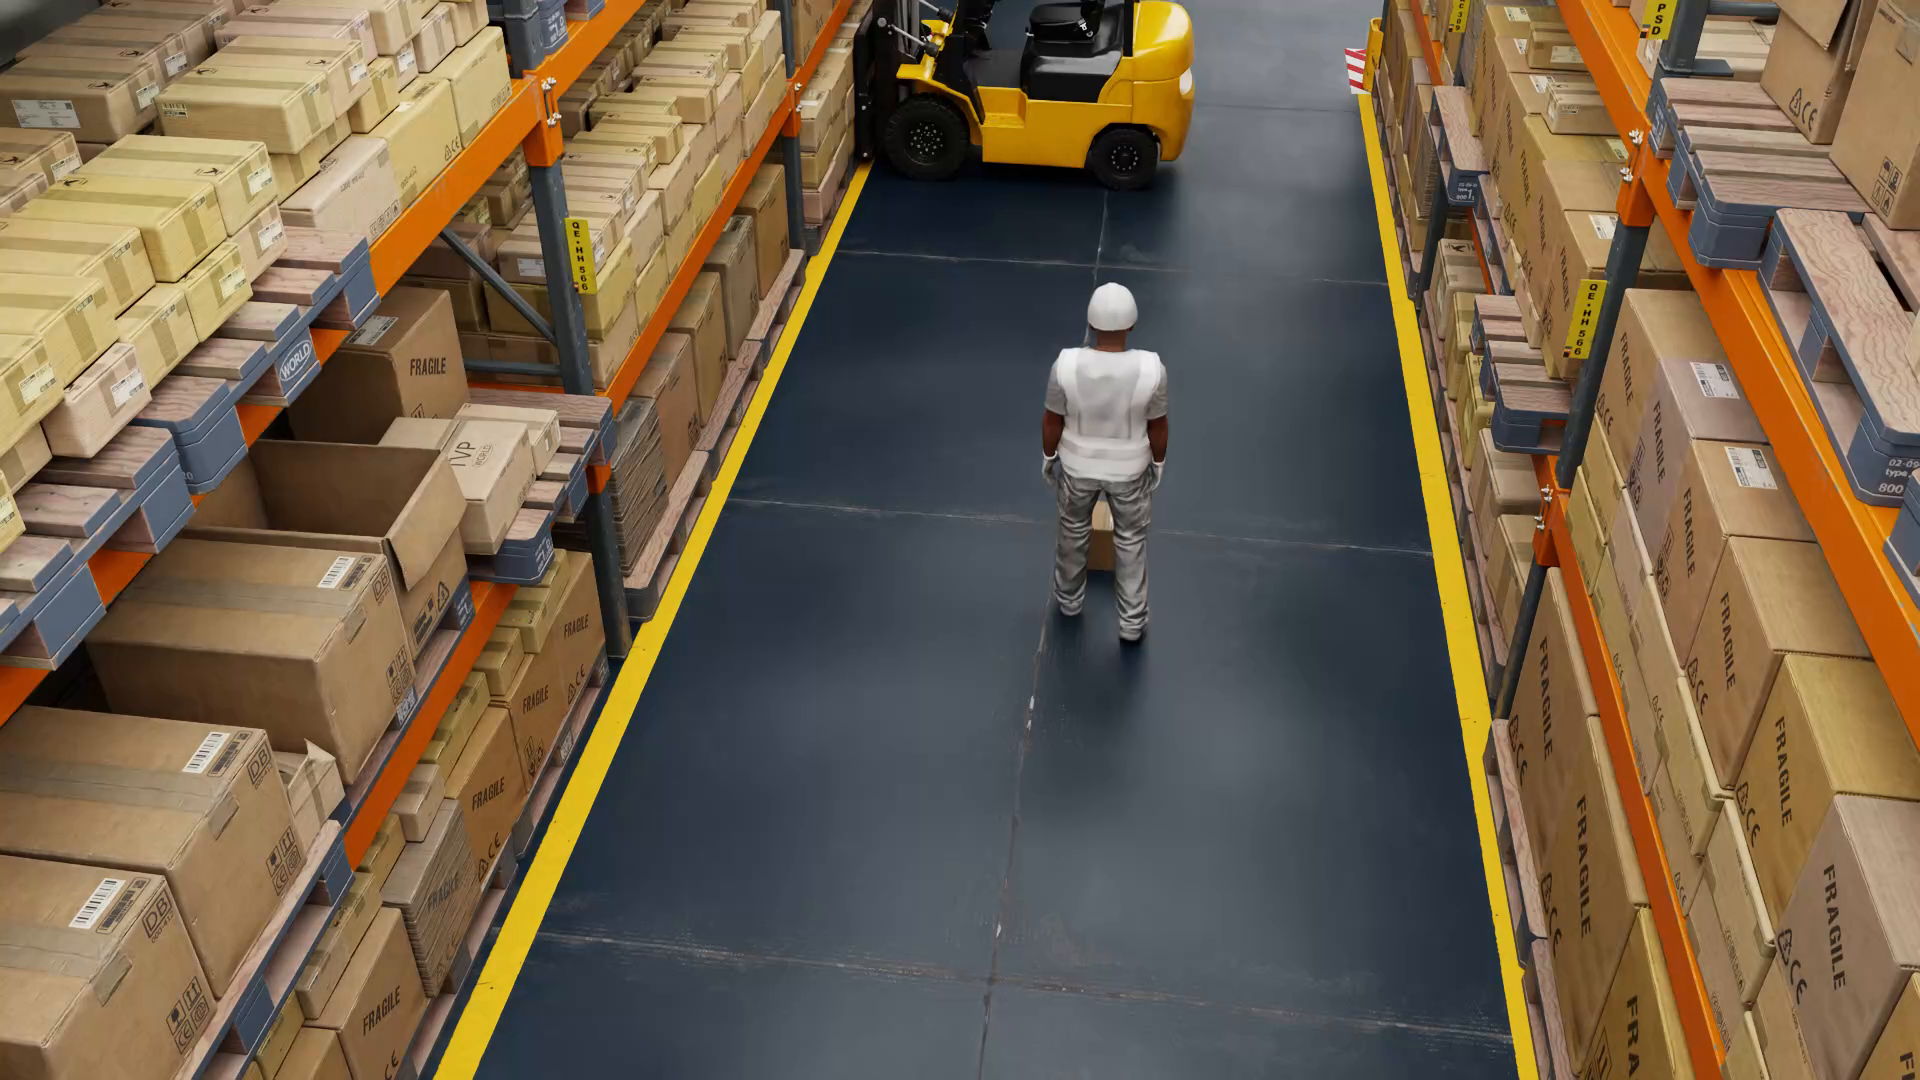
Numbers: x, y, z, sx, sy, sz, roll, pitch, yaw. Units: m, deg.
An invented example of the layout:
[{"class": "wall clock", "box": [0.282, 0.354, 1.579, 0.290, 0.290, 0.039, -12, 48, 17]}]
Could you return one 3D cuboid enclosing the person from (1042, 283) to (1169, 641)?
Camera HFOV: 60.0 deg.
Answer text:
[{"class": "person", "box": [0.654, -0.366, 7.553, 0.558, 1.816, 0.482, 5, 36, 7]}]
